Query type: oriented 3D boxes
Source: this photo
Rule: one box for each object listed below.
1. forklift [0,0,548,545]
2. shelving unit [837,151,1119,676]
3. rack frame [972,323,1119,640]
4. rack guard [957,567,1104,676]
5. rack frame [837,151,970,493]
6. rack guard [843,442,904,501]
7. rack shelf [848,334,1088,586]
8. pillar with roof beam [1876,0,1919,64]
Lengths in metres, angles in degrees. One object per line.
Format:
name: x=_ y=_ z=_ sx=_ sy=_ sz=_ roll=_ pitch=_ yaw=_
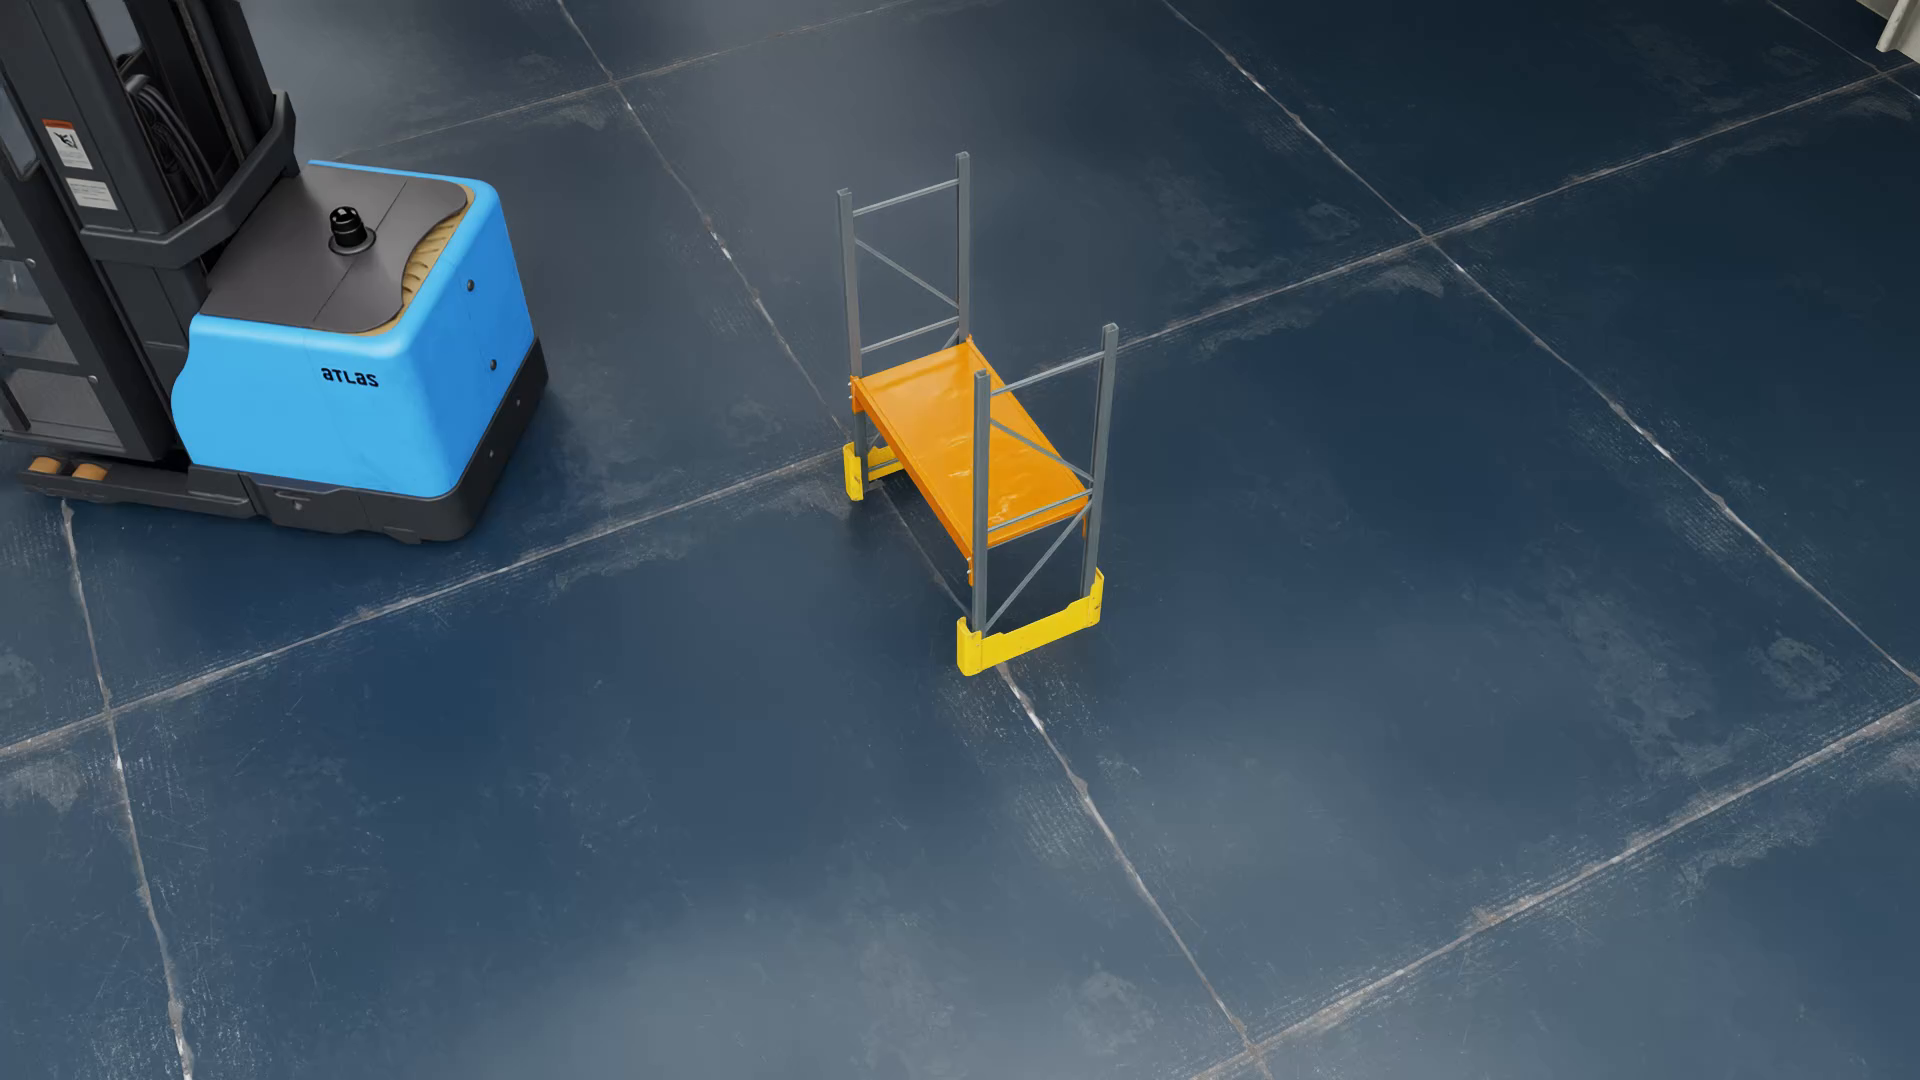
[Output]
forklift: x=-3.339 y=-1.498 z=6.006 sx=3.031 sy=2.935 sz=1.130 roll=8 pitch=49 yaw=7
shelving unit: x=-3.462 y=-5.656 z=10.394 sx=0.587 sy=1.800 sz=16.366 roll=-21 pitch=52 yaw=-18
rack frame: x=-3.455 y=-5.662 z=10.399 sx=0.520 sy=1.800 sz=16.358 roll=-21 pitch=52 yaw=-18
rack guard: x=0.263 y=0.302 z=6.212 sx=0.587 sy=0.250 sz=0.087 roll=-21 pitch=52 yaw=-18
rack frame: x=-0.194 y=-0.777 z=6.326 sx=0.500 sy=1.500 sz=0.032 roll=-21 pitch=52 yaw=-18
rack guard: x=-0.193 y=-0.365 z=6.795 sx=0.587 sy=0.250 sz=0.087 roll=-21 pitch=52 yaw=-18
rack shelf: x=0.039 y=-0.318 z=6.164 sx=0.538 sy=0.185 sz=1.000 roll=-21 pitch=52 yaw=-18
pillar with roof beam: x=1.334 y=-4.058 z=4.213 sx=9.100 sy=9.000 sz=0.400 roll=-21 pitch=52 yaw=-18
